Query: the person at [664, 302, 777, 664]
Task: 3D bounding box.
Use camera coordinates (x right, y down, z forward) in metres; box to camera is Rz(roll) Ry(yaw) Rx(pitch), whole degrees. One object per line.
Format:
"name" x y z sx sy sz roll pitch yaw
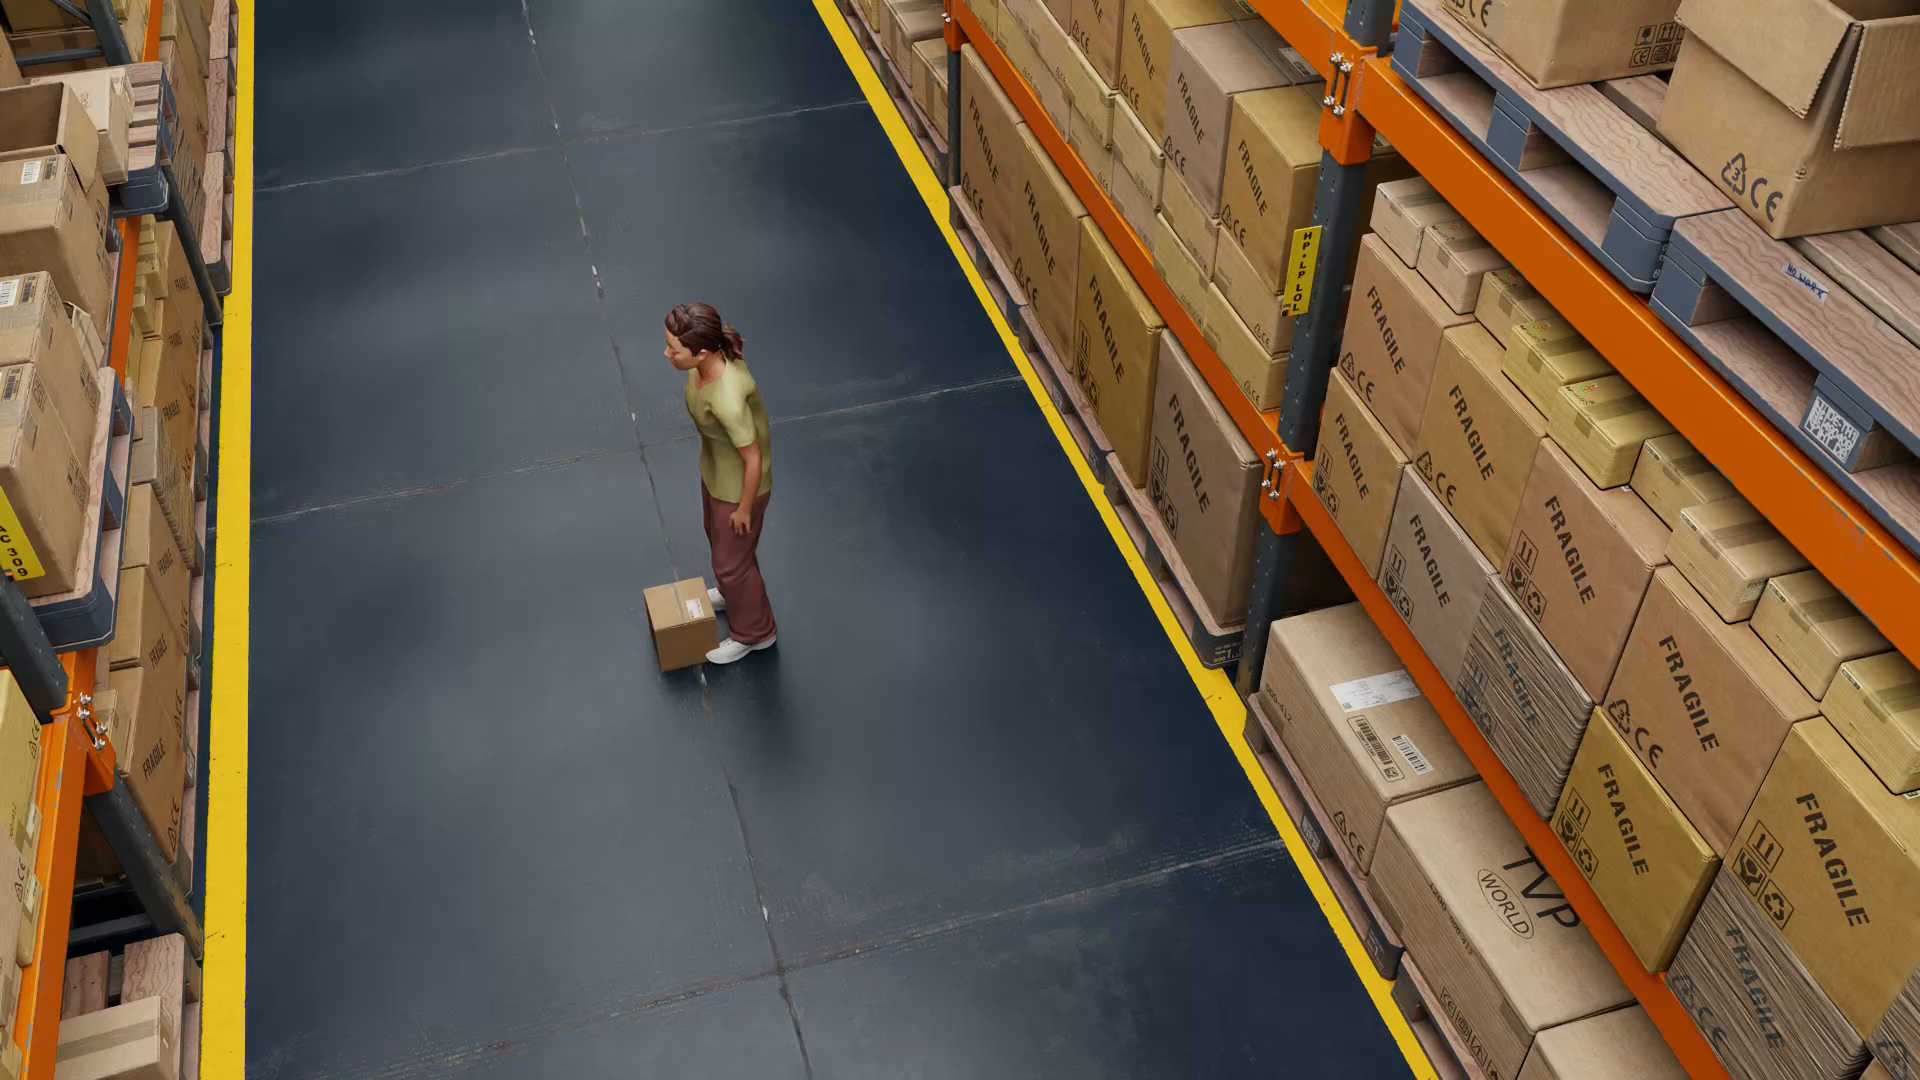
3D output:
"person" -0.911 -0.228 6.412 0.371 1.672 0.521 -14 44 -15
